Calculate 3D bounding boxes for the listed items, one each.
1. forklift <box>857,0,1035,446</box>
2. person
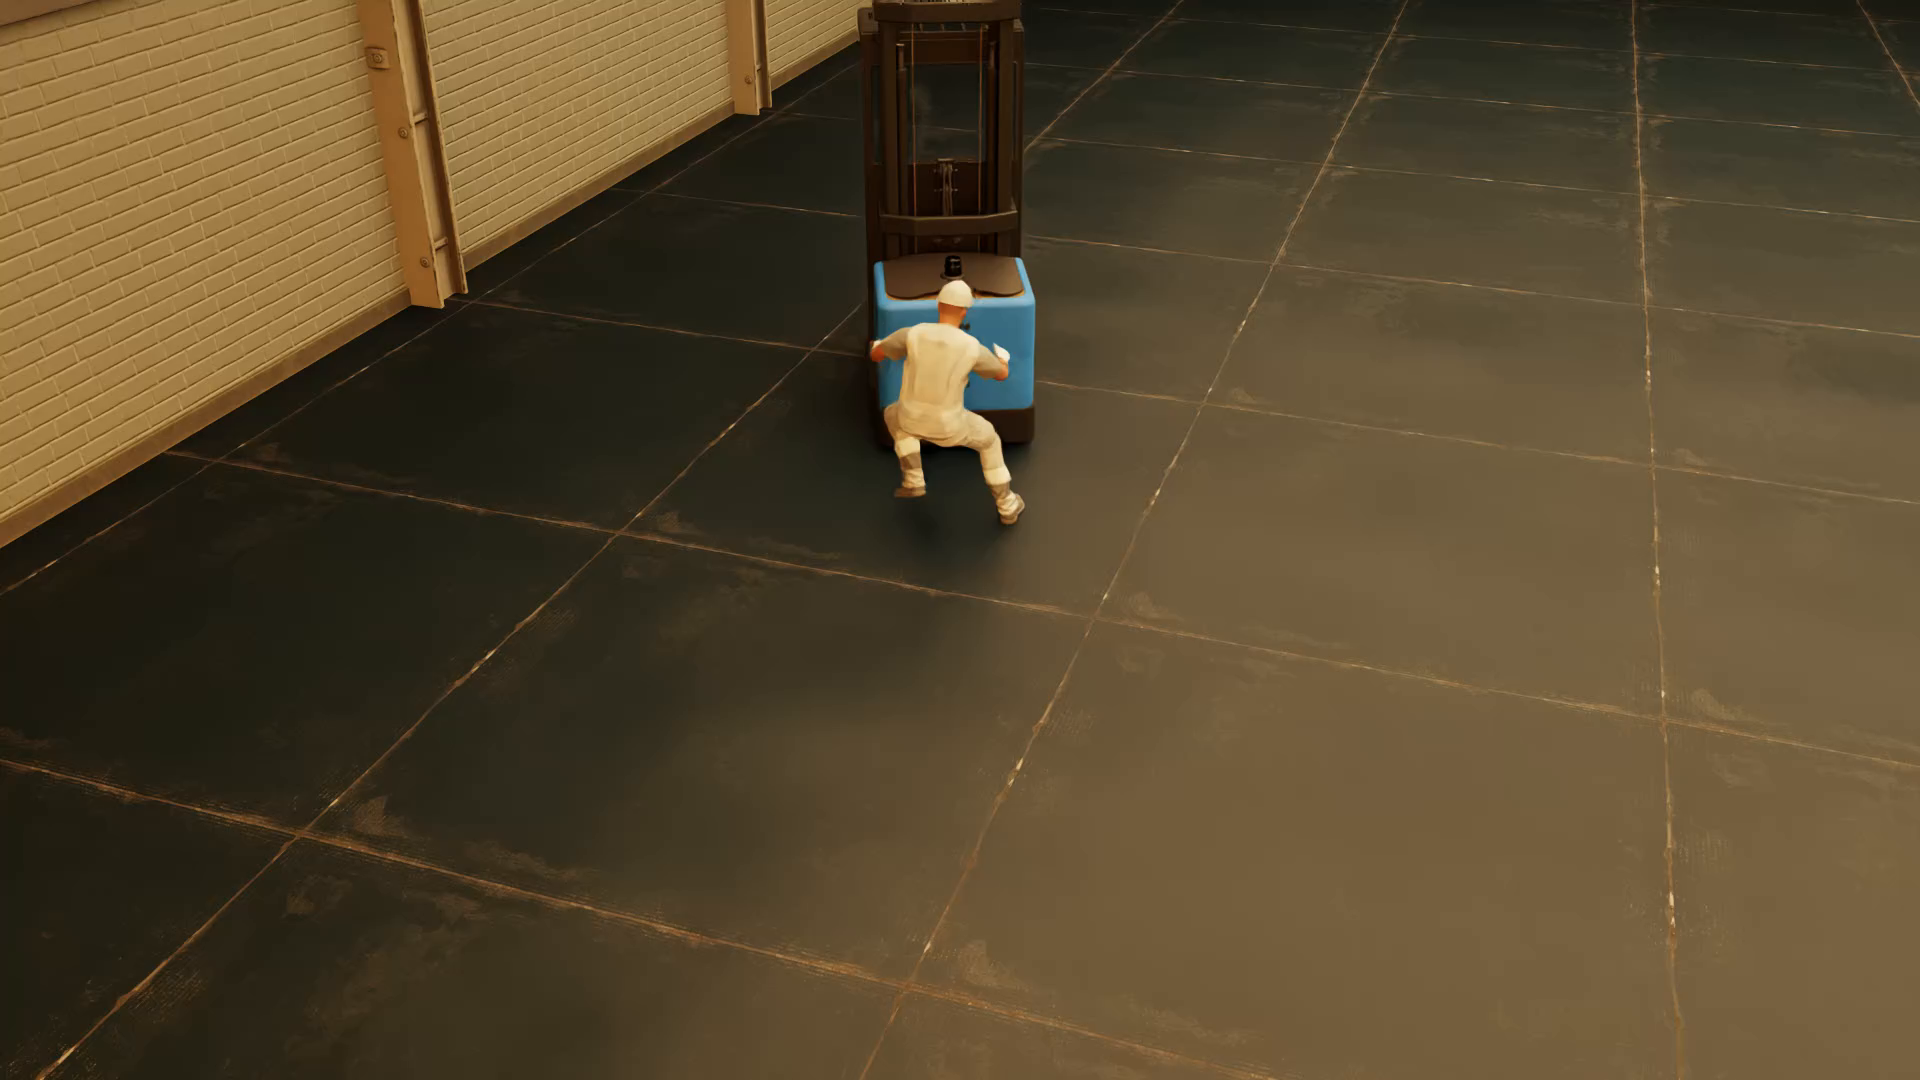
[{"bbox_3d":[-0.135,-2.595,11.689,1.130,2.935,3.031,-2,30,-4],"label":"forklift"},{"bbox_3d":[-0.097,-0.866,10.037,0.978,1.569,0.787,6,30,11],"label":"person"}]
